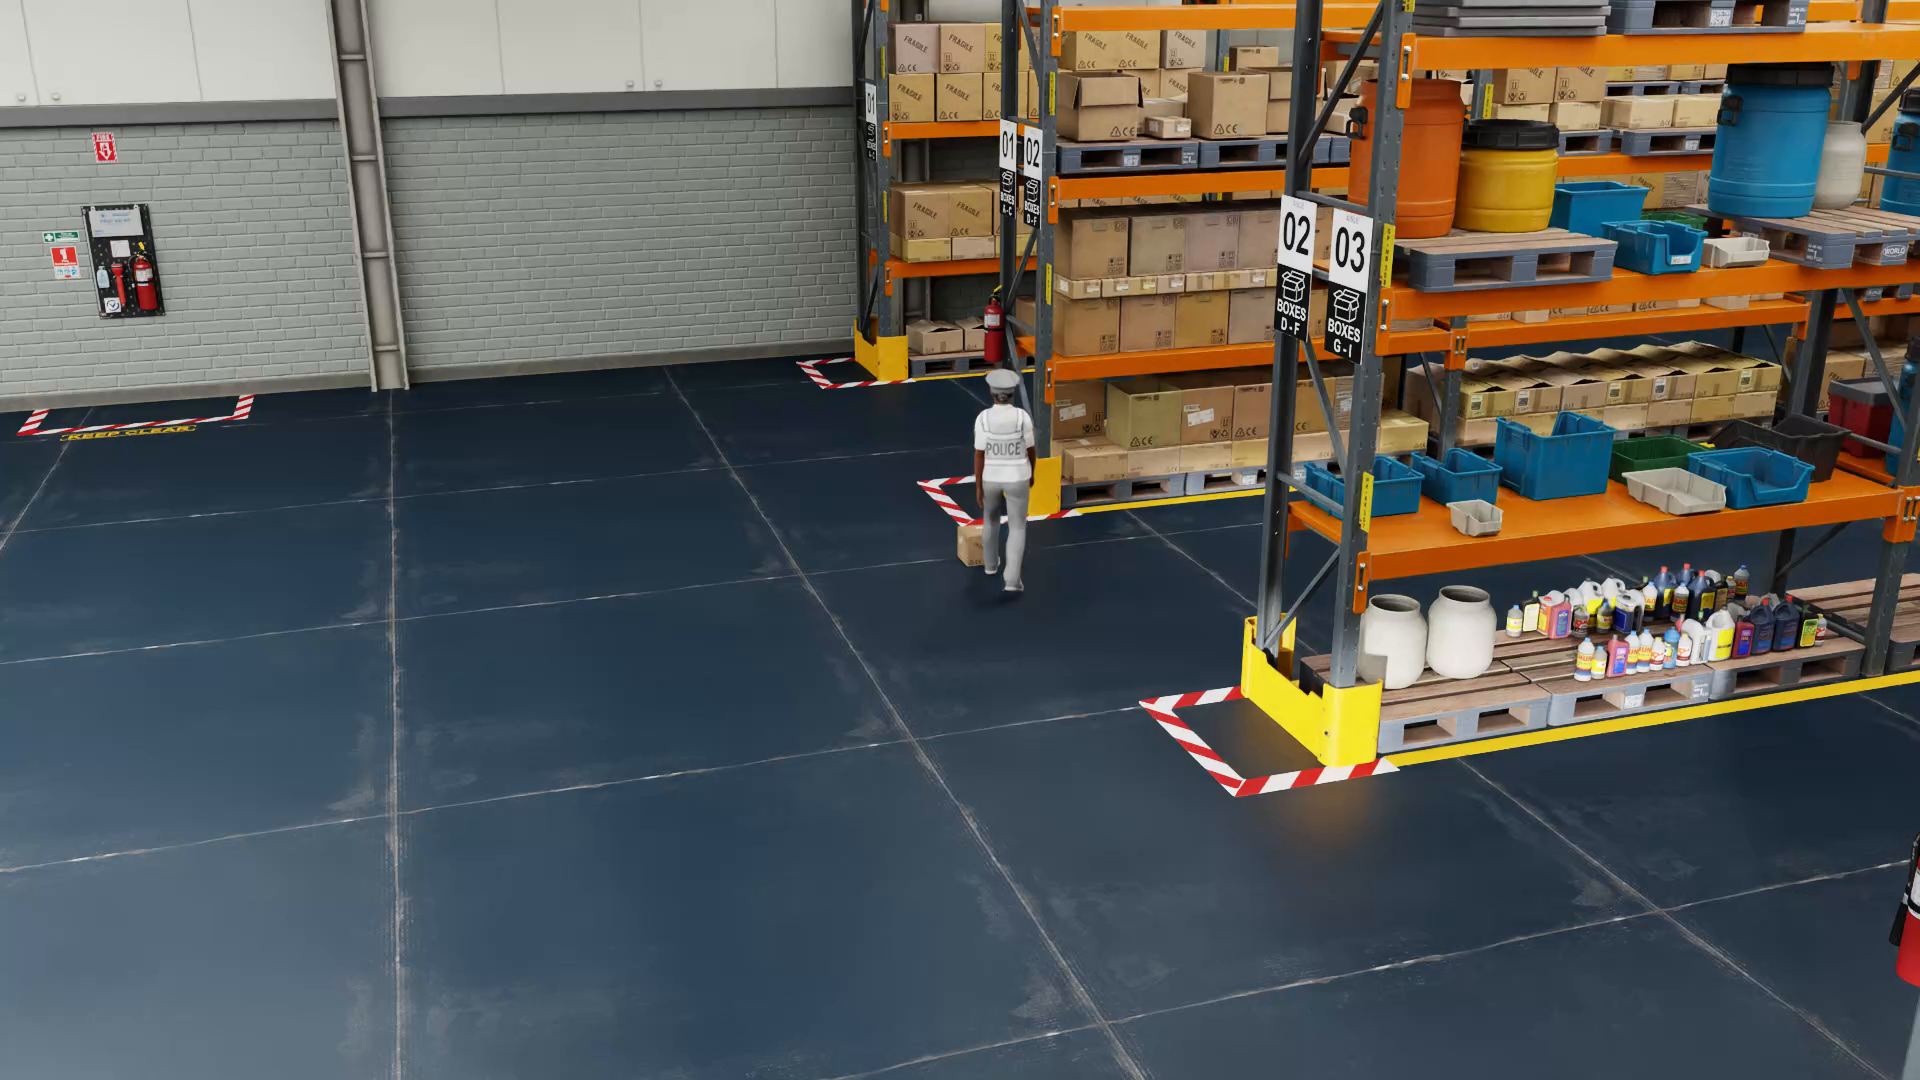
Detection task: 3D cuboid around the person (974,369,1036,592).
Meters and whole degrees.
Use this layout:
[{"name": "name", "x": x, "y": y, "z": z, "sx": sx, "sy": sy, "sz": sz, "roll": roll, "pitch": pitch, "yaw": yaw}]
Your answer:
[{"name": "person", "x": 0.336, "y": -0.454, "z": 12.322, "sx": 0.449, "sy": 1.638, "sz": 0.881, "roll": 2, "pitch": 19, "yaw": 6}]
